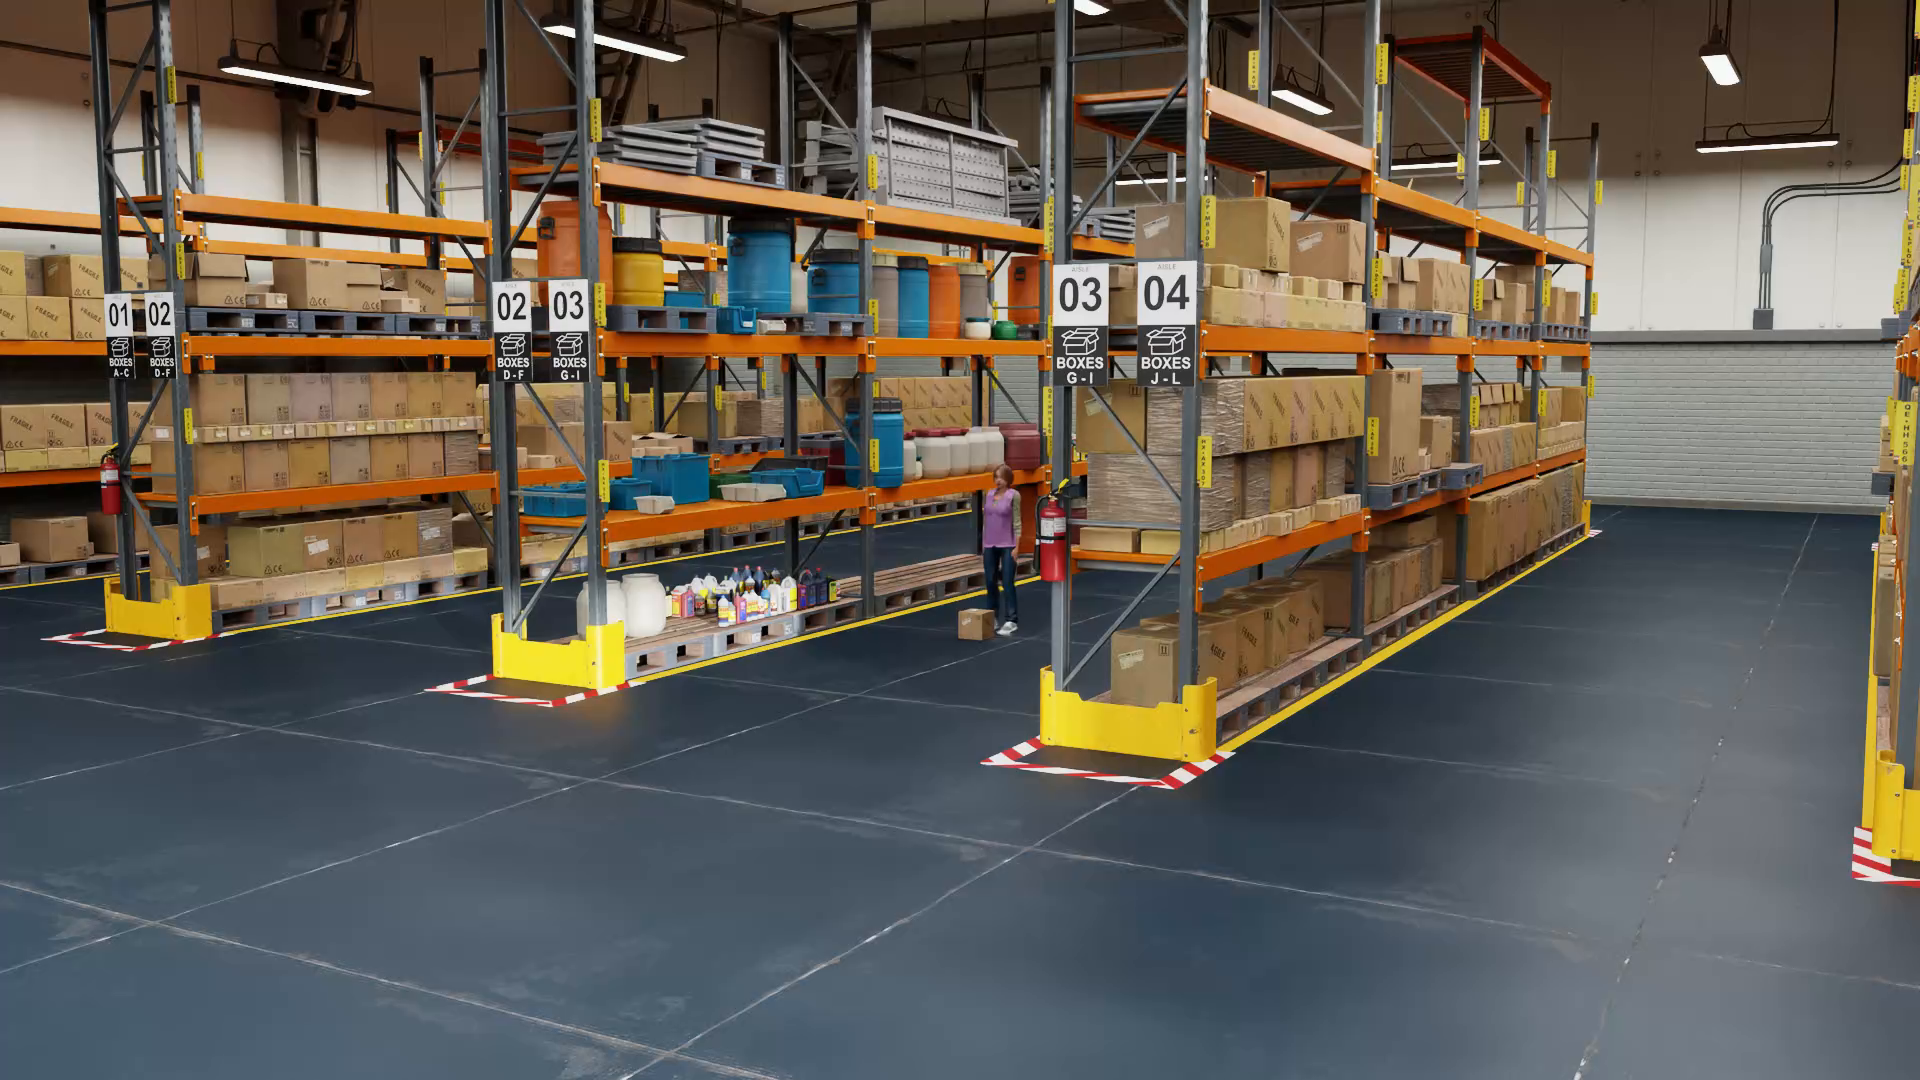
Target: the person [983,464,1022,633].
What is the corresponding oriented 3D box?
[{"bbox_3d":[0.399,0.092,15.856,0.409,1.629,0.349,4,7,30],"label":"person"}]
